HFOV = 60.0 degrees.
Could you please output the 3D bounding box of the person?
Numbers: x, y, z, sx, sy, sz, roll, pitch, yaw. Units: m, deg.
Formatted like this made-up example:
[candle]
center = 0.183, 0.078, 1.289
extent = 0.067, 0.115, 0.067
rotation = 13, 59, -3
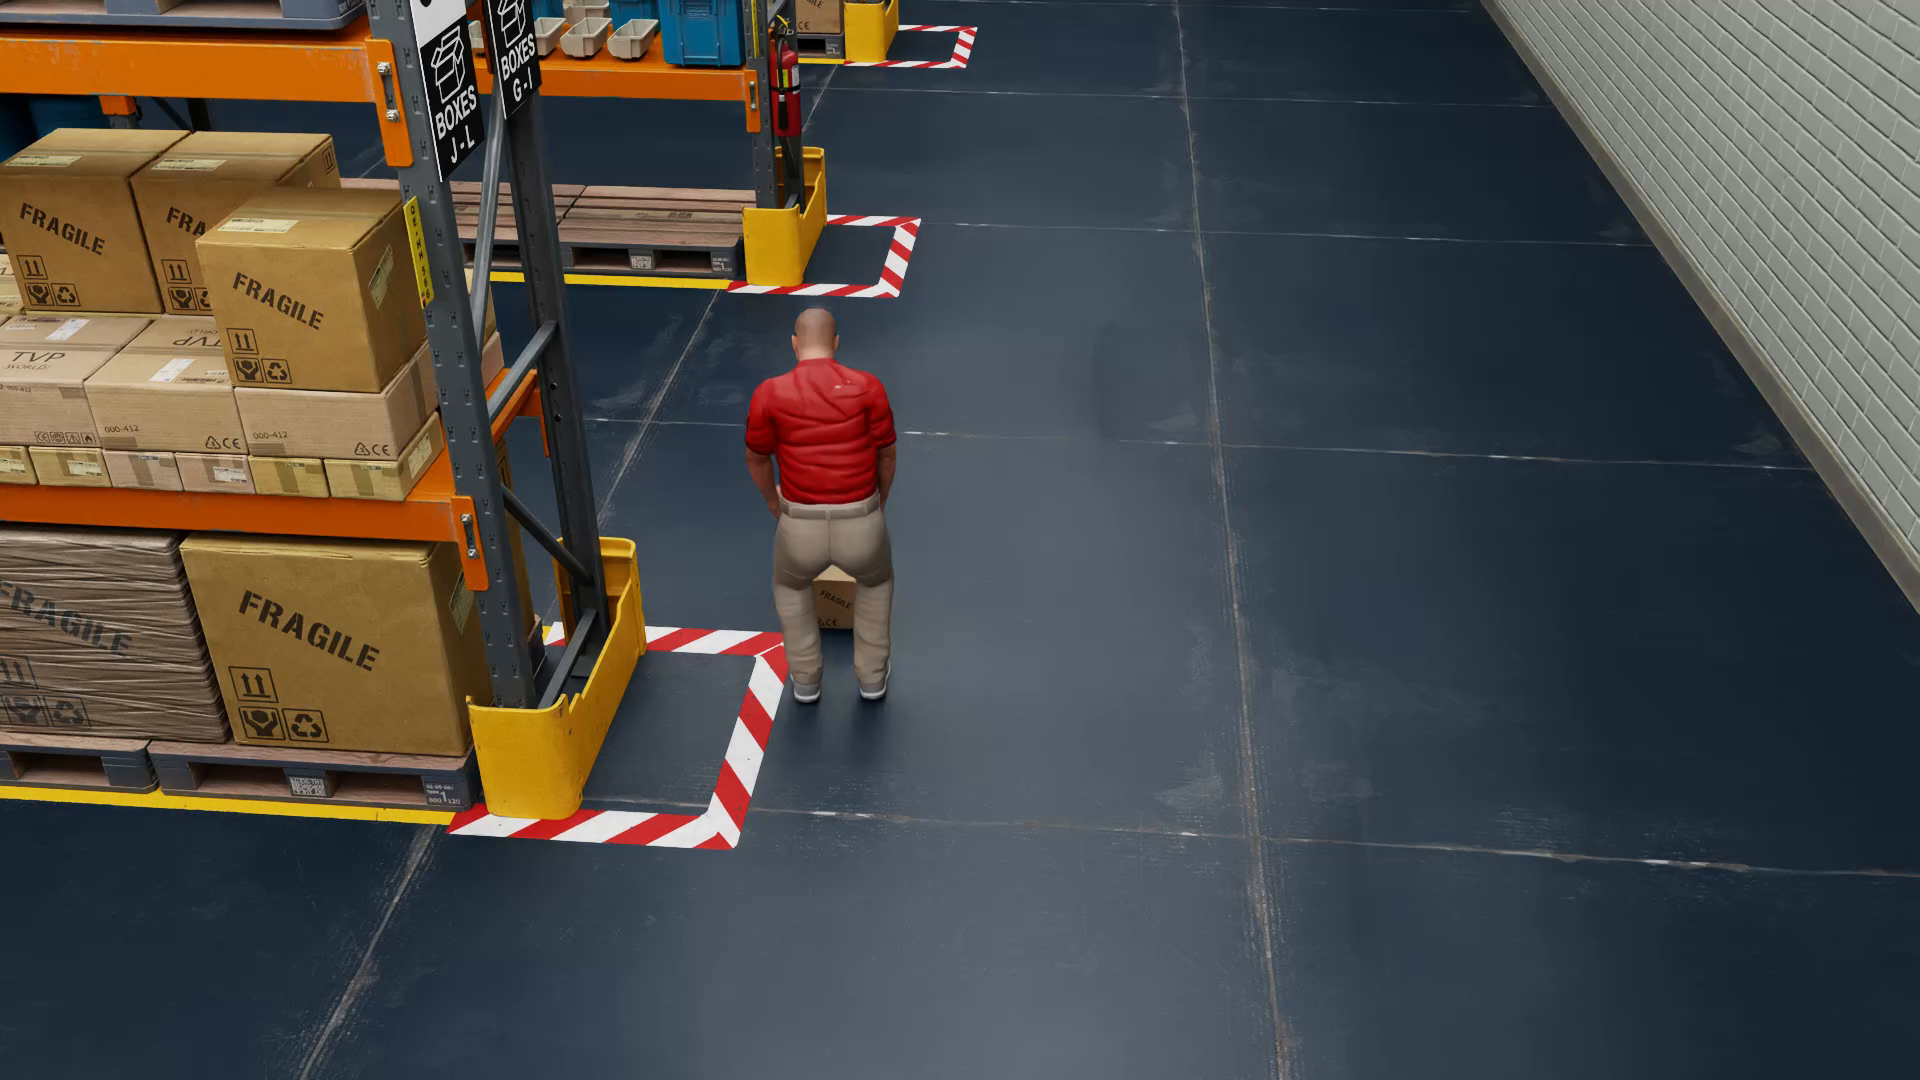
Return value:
[person]
center = -0.528, -0.089, 6.442
extent = 0.578, 1.588, 0.550
rotation = -1, 32, -1
